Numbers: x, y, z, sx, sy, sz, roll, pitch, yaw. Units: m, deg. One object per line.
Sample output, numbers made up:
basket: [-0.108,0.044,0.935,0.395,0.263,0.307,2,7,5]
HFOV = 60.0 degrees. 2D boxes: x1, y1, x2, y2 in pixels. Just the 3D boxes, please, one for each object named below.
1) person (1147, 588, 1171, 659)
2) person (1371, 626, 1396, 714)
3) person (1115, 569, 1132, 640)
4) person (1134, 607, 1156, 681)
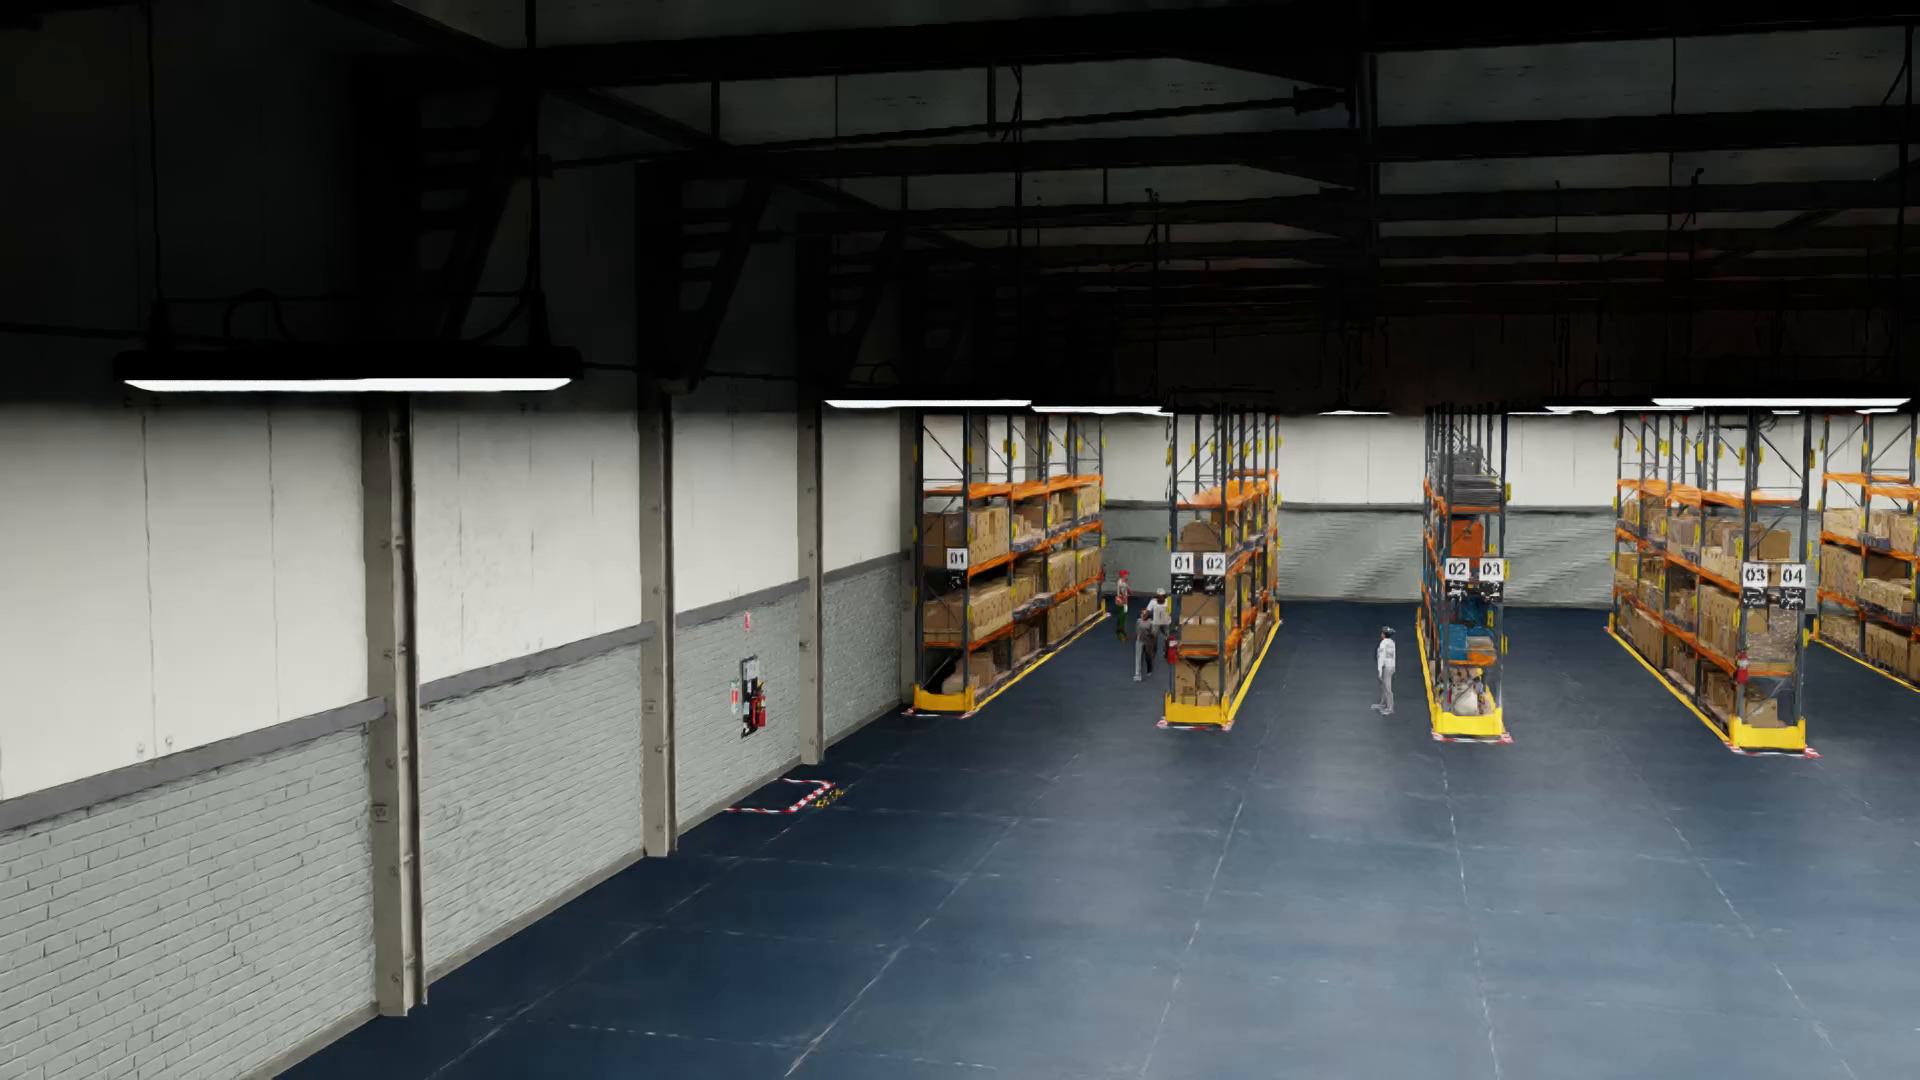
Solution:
person: [4.747,1.973,39.300,0.719,1.714,0.578,1,4,12]
person: [8.231,2.495,32.258,0.583,1.667,0.660,3,5,39]
person: [4.232,1.653,42.788,0.468,1.787,0.625,0,4,-5]
person: [4.039,2.237,36.211,0.445,1.591,1.110,1,4,12]
